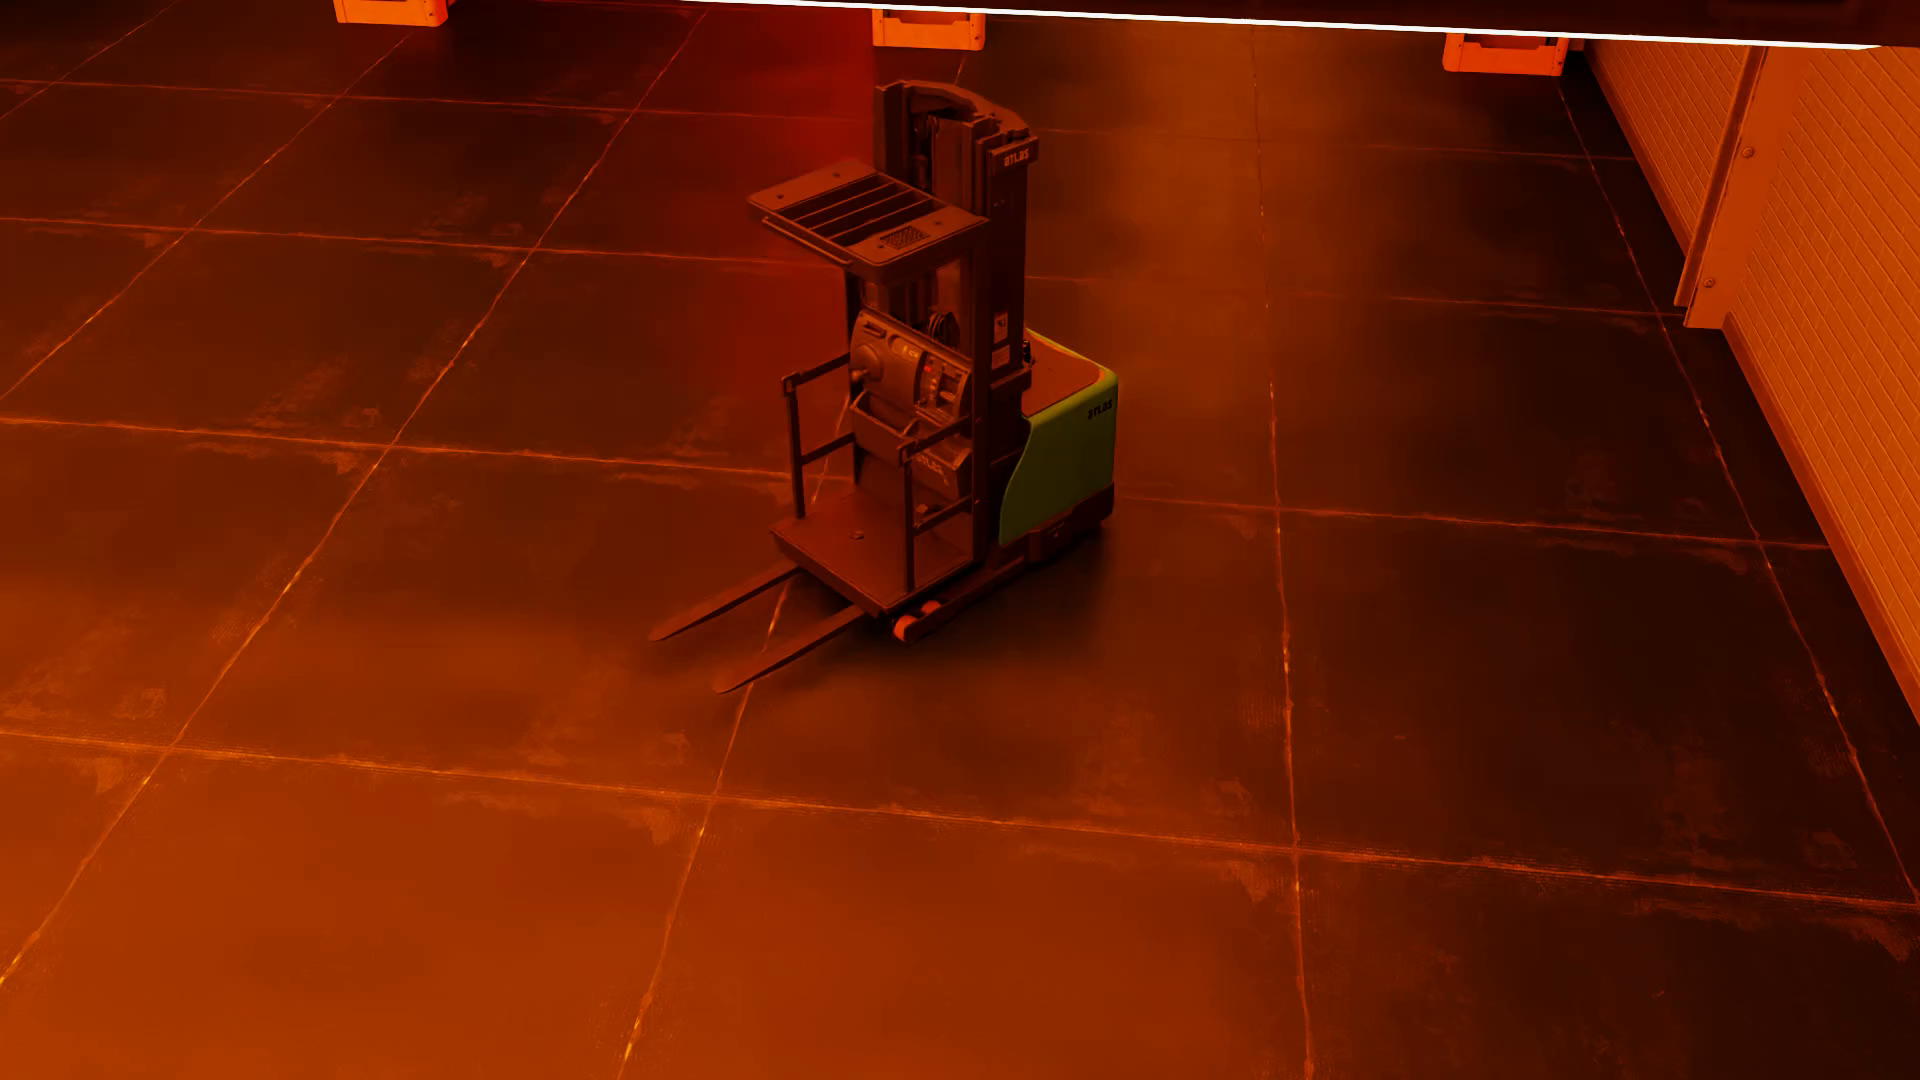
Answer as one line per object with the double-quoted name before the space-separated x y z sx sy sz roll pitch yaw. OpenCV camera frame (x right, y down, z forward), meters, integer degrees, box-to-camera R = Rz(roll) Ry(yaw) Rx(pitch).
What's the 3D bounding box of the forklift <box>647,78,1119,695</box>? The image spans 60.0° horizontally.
"forklift" -0.440 -0.927 9.288 3.031 2.935 1.130 -29 45 -34
